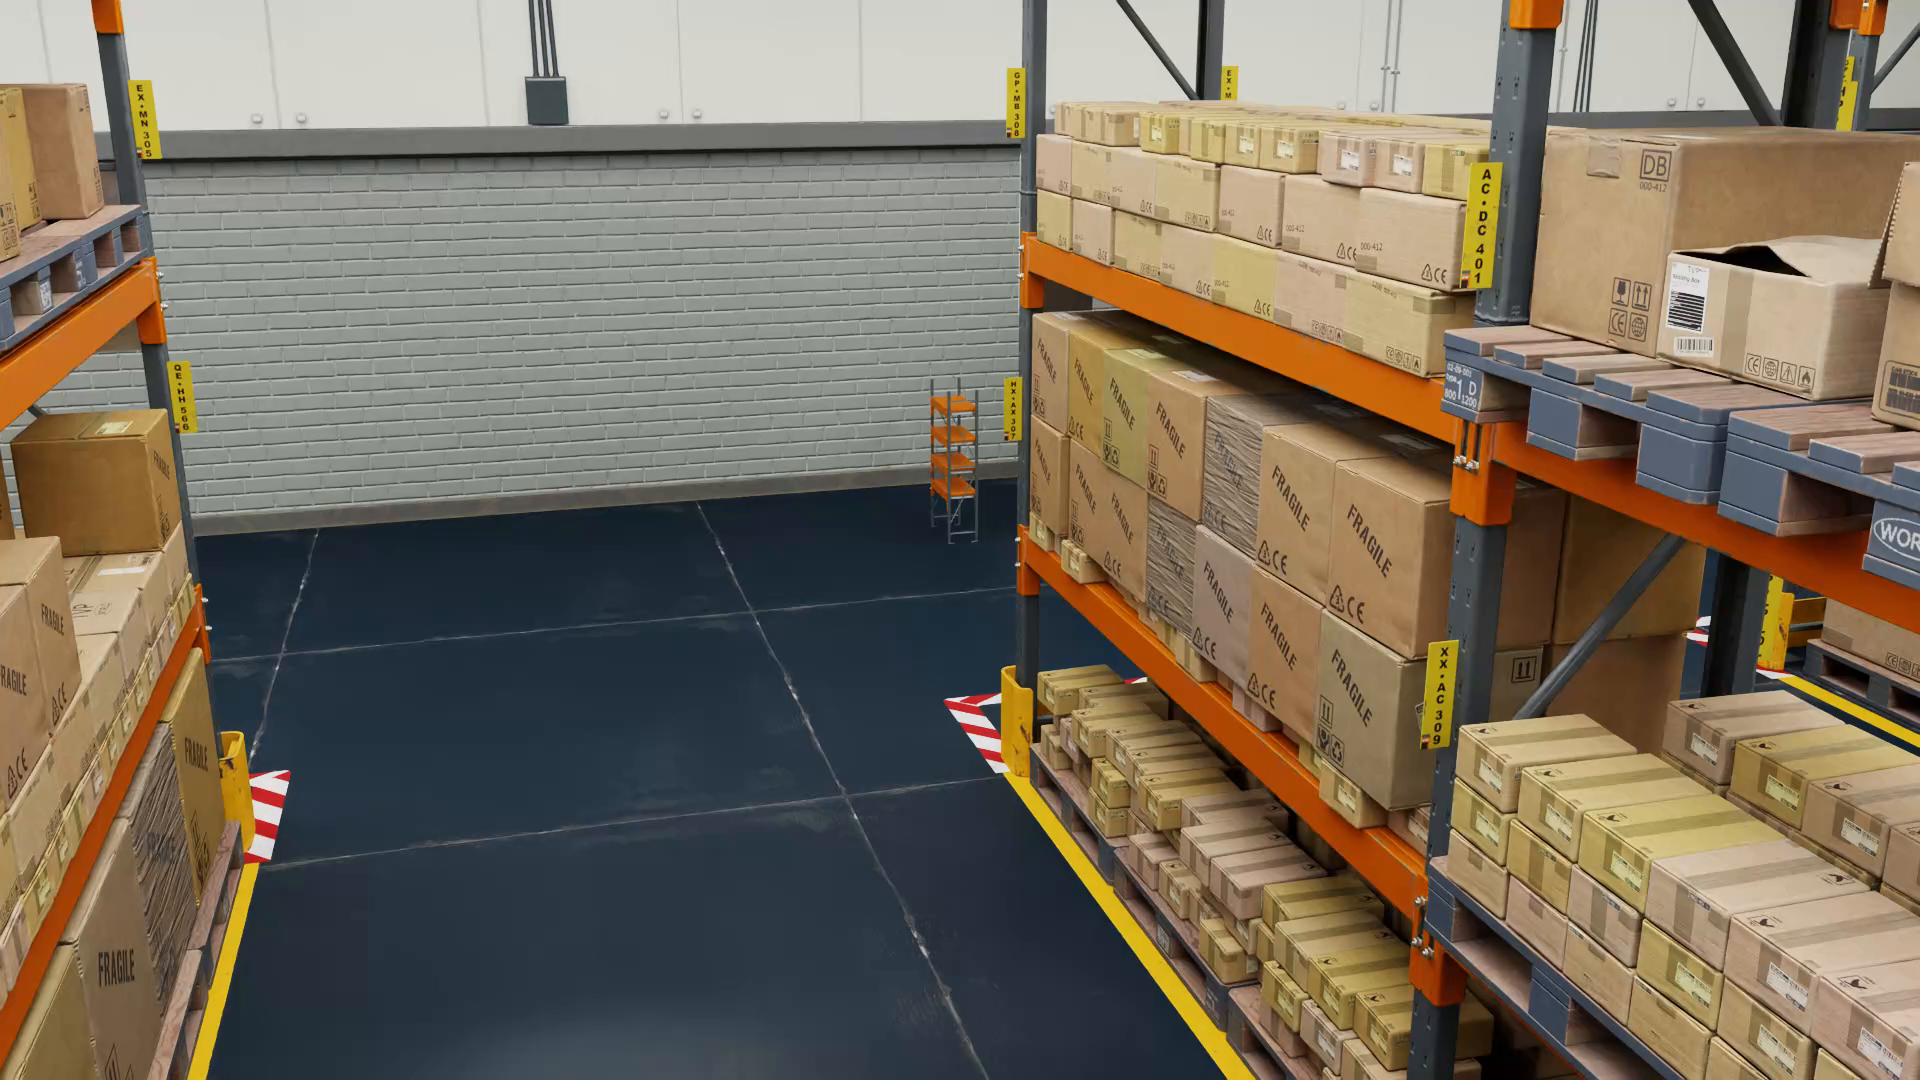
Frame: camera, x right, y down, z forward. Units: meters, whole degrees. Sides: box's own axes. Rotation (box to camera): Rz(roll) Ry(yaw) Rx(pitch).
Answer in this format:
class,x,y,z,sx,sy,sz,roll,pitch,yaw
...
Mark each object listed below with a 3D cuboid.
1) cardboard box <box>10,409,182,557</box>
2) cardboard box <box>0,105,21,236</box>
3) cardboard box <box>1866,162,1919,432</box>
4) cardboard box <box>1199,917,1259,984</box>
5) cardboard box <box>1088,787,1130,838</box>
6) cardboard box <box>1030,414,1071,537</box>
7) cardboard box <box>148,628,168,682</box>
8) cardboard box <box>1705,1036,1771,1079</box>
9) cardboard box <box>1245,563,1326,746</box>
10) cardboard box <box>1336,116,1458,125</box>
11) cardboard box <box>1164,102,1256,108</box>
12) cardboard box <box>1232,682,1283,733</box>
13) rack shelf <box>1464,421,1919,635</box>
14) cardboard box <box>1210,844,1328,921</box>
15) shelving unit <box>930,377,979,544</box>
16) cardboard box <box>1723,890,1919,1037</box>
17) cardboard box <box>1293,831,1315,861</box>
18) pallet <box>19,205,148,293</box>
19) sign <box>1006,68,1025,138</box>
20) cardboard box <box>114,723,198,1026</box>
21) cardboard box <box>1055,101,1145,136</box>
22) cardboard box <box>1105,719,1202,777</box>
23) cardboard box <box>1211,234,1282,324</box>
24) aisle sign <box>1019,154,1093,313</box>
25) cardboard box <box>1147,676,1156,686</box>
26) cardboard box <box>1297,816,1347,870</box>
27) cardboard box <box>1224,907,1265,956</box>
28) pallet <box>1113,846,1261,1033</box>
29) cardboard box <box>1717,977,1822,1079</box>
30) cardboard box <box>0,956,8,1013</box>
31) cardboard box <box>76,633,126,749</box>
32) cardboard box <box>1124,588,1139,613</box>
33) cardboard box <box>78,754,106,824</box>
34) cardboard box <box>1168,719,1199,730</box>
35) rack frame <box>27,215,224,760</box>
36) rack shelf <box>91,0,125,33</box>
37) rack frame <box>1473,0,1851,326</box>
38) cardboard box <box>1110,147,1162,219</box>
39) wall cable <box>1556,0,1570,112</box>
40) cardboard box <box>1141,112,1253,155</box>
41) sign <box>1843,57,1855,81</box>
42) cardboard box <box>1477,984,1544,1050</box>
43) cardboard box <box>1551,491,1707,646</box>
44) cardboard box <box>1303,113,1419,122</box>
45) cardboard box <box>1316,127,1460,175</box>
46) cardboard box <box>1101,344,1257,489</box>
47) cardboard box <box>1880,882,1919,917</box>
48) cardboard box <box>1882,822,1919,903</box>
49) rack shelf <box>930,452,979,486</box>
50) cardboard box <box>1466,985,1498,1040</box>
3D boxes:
class,x,y,z,sx,sy,sz,roll,pitch,yaw
cardboard box,-3.616,-0.245,6.993,0.500,0.500,0.500,-4,17,-15
cardboard box,-3.581,-1.218,5.503,0.700,0.500,0.500,-6,18,-19
cardboard box,2.192,-0.436,3.067,0.797,0.503,0.637,-5,17,-16
cardboard box,1.174,1.610,6.605,0.380,0.149,0.250,-5,17,-15
cardboard box,0.821,1.255,7.786,0.380,0.149,0.250,-4,17,-15
cardboard box,0.652,-0.337,8.171,0.500,0.500,0.500,-4,17,-13
cardboard box,-3.379,0.475,6.595,0.380,0.149,0.250,-4,17,-14
cardboard box,1.845,1.163,3.572,0.380,0.149,0.250,-5,18,-18
cardboard box,1.347,0.368,5.823,0.500,0.500,0.500,-5,17,-17
cardboard box,1.647,-1.520,6.283,0.380,0.149,0.250,-5,17,-17
cardboard box,1.162,-1.945,7.699,0.380,0.149,0.250,-4,17,-14
cardboard box,1.248,0.586,6.225,0.380,0.149,0.250,-5,18,-18
rack shelf,2.443,0.274,2.861,1.077,0.370,4.000,-5,17,-15
cardboard box,1.202,1.333,6.491,0.380,0.149,0.250,-6,18,-18
shelving unit,-0.045,-0.620,12.932,0.258,1.200,0.503,-5,17,-15
cardboard box,1.847,0.881,3.479,0.380,0.149,0.250,-5,17,-16
cardboard box,1.668,1.284,7.171,0.380,0.149,0.250,-5,17,-15
pallet,-3.789,-1.119,6.402,1.003,0.211,1.213,-5,17,-15
sign,0.273,-2.105,8.014,0.100,0.325,0.005,-5,17,-15
cardboard box,-3.500,1.310,6.341,0.875,0.875,0.875,-5,17,-15
cardboard box,0.664,-1.981,7.816,0.380,0.149,0.250,-5,17,-16
cardboard box,0.897,0.967,7.712,0.380,0.149,0.250,-6,18,-18
cardboard box,1.233,-0.945,5.932,0.500,0.250,0.500,-5,17,-16
aisle sign,0.486,-1.535,8.328,0.394,0.787,0.004,-5,17,-15
cardboard box,1.183,0.713,8.557,0.380,0.149,0.250,-4,17,-15
cardboard box,1.623,1.218,6.875,0.380,0.149,0.250,-5,18,-18
cardboard box,1.261,1.480,6.518,0.380,0.149,0.250,-4,17,-14
pallet,1.336,1.628,7.166,1.003,0.211,1.213,-5,17,-15
cardboard box,1.852,1.025,3.517,0.380,0.149,0.250,-4,17,-13
cardboard box,-2.665,1.190,4.214,0.380,0.149,0.250,-5,17,-15
cardboard box,-3.188,0.538,5.690,0.500,0.250,0.500,-5,17,-15
cardboard box,0.954,0.226,7.421,0.380,0.149,0.250,-5,17,-16
cardboard box,-3.021,0.831,5.408,0.380,0.149,0.250,-4,17,-15
cardboard box,1.234,0.929,8.355,0.380,0.149,0.250,-5,17,-17
rack frame,-4.002,0.071,7.502,1.000,3.000,0.127,-5,17,-15
rack shelf,-3.453,-1.713,4.958,1.077,0.370,4.000,-5,17,-15
rack frame,1.894,-2.060,4.167,1.000,3.000,0.127,-5,17,-15
cardboard box,0.937,-1.470,6.811,0.500,0.250,0.500,-4,17,-15
wall cable,4.416,-5.195,14.606,2.355,3.000,0.029,-5,17,-15
cardboard box,0.941,-1.617,6.606,0.380,0.149,0.250,-4,17,-14
sign,4.991,-2.563,9.401,0.100,0.325,0.005,-5,17,-15
cardboard box,1.998,1.581,5.666,0.380,0.149,0.250,-4,17,-13
cardboard box,2.004,0.000,5.309,0.500,0.500,0.500,-4,17,-14
cardboard box,1.570,-1.592,6.523,0.380,0.149,0.250,-5,17,-17
cardboard box,1.396,-1.265,5.435,0.380,0.149,0.250,-4,17,-13
cardboard box,0.929,-0.532,7.082,0.500,0.500,0.500,-5,17,-16
cardboard box,2.411,0.901,3.927,0.380,0.149,0.250,-5,18,-17
cardboard box,2.408,0.762,3.875,0.380,0.149,0.250,-5,17,-15
rack shelf,-0.045,-0.556,12.951,0.258,0.148,0.480,-5,17,-15
cardboard box,1.946,1.647,5.965,0.380,0.149,0.250,-5,17,-15
